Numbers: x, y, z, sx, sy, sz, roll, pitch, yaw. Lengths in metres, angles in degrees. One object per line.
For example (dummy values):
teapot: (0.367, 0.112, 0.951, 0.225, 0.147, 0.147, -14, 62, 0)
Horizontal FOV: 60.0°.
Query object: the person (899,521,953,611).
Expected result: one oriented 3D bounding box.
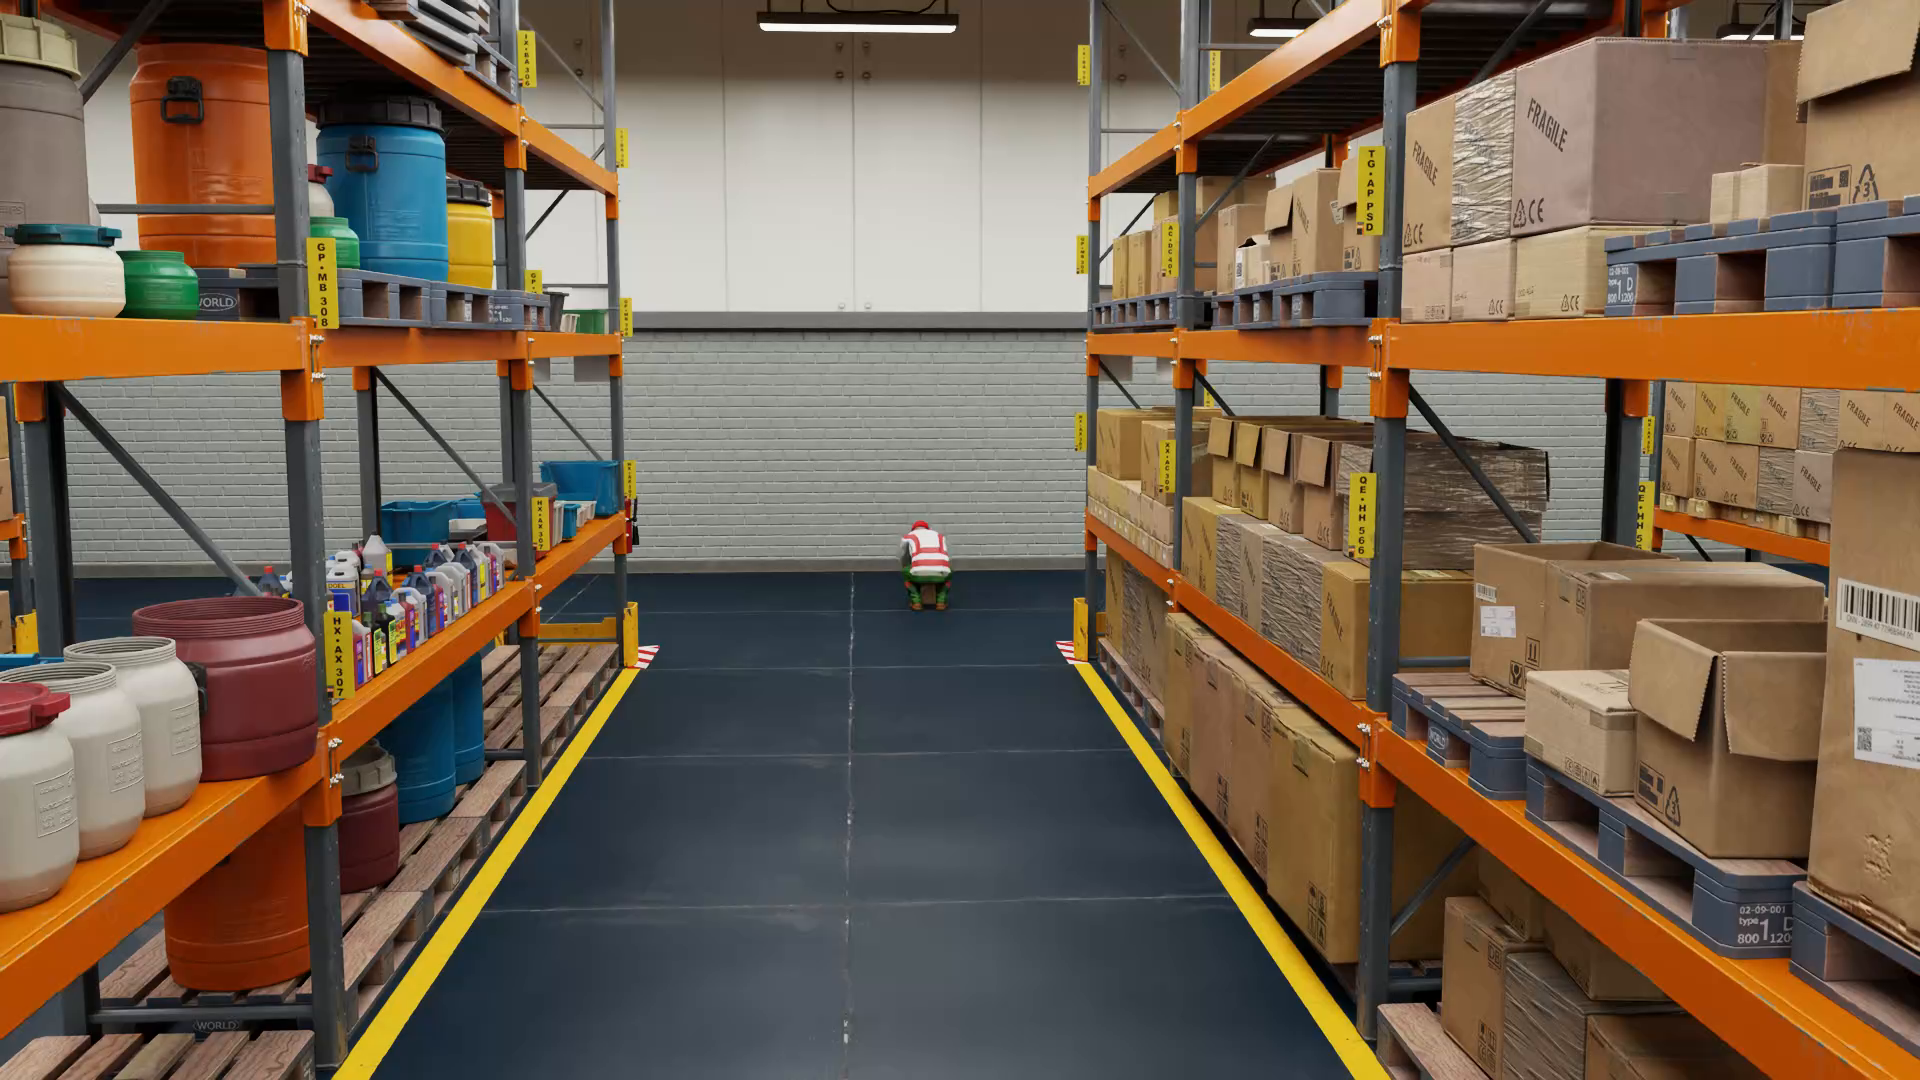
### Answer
person: (-0.352, 0.270, 17.309, 0.563, 0.878, 0.889, 0, 7, -4)
